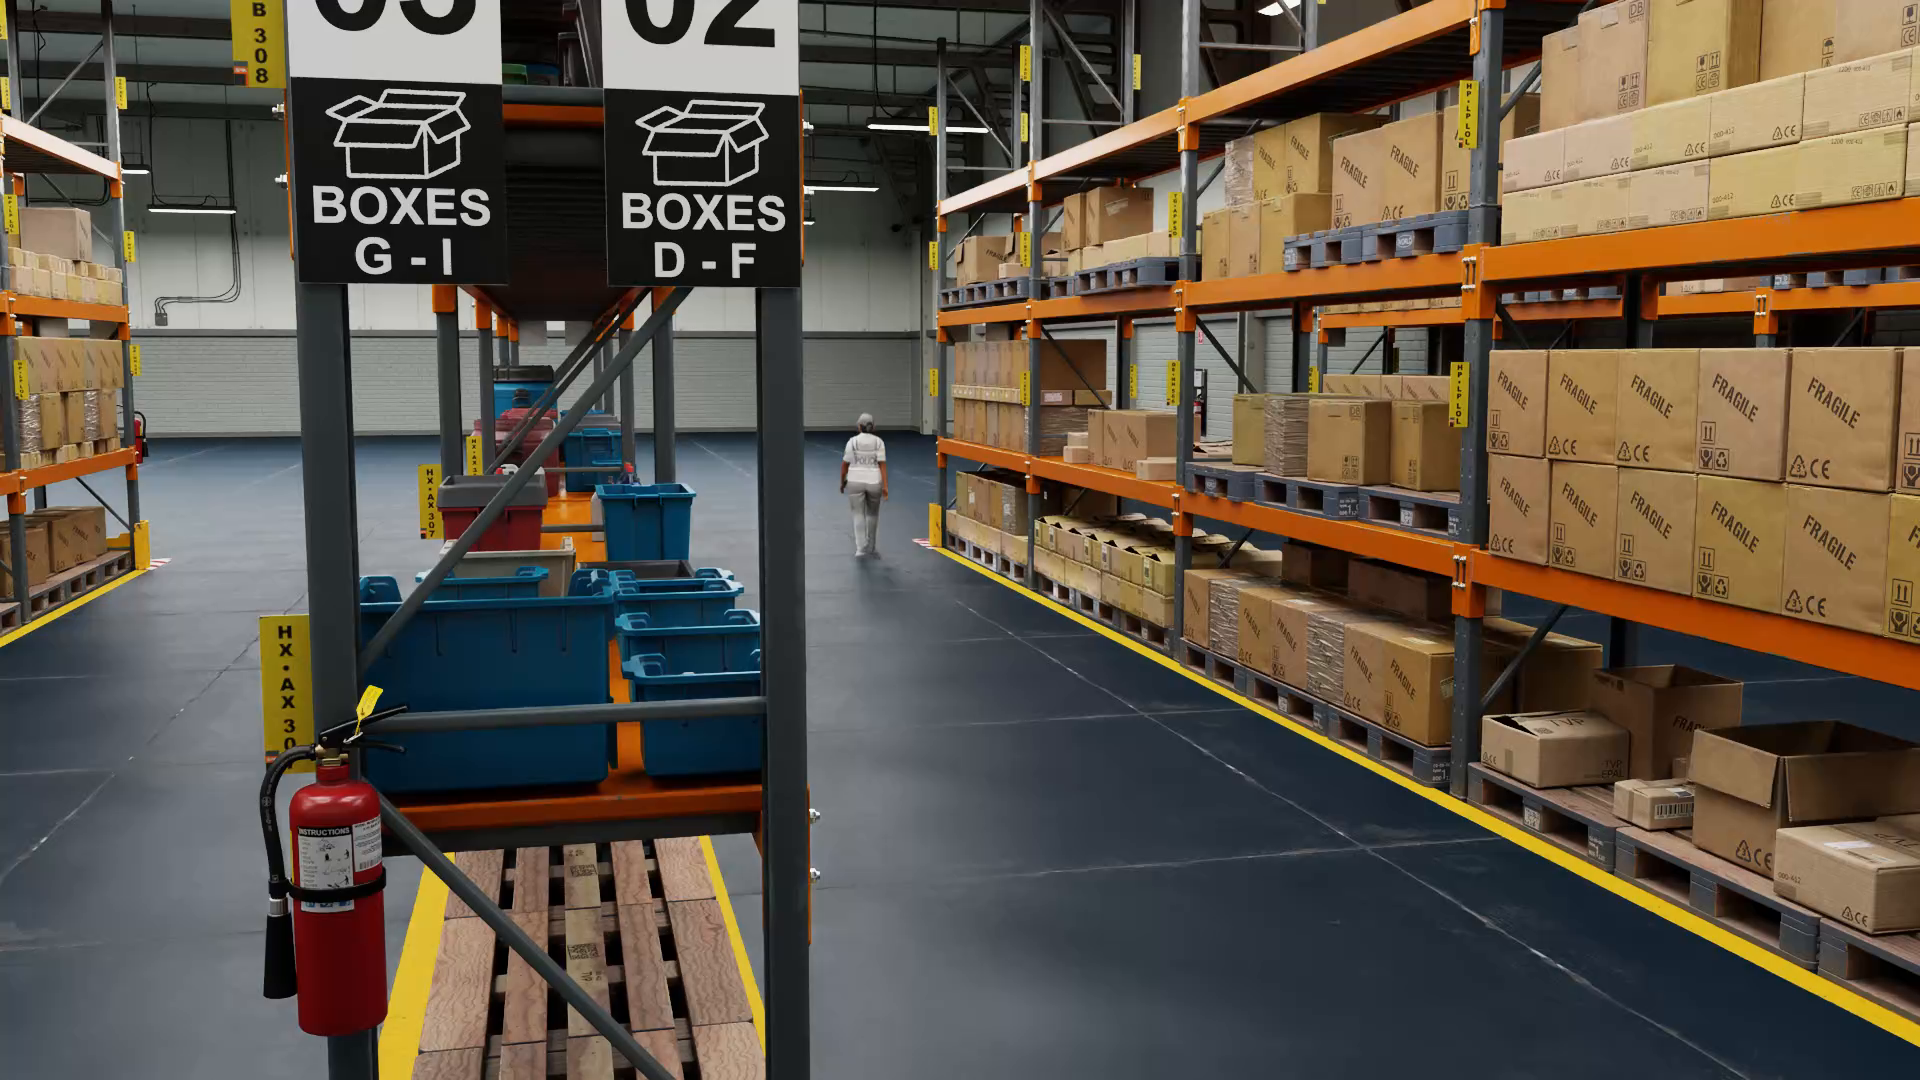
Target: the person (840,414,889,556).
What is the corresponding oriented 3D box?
[{"bbox_3d":[-1.110,-0.641,18.968,0.510,1.604,0.958,-2,6,-15],"label":"person"}]
